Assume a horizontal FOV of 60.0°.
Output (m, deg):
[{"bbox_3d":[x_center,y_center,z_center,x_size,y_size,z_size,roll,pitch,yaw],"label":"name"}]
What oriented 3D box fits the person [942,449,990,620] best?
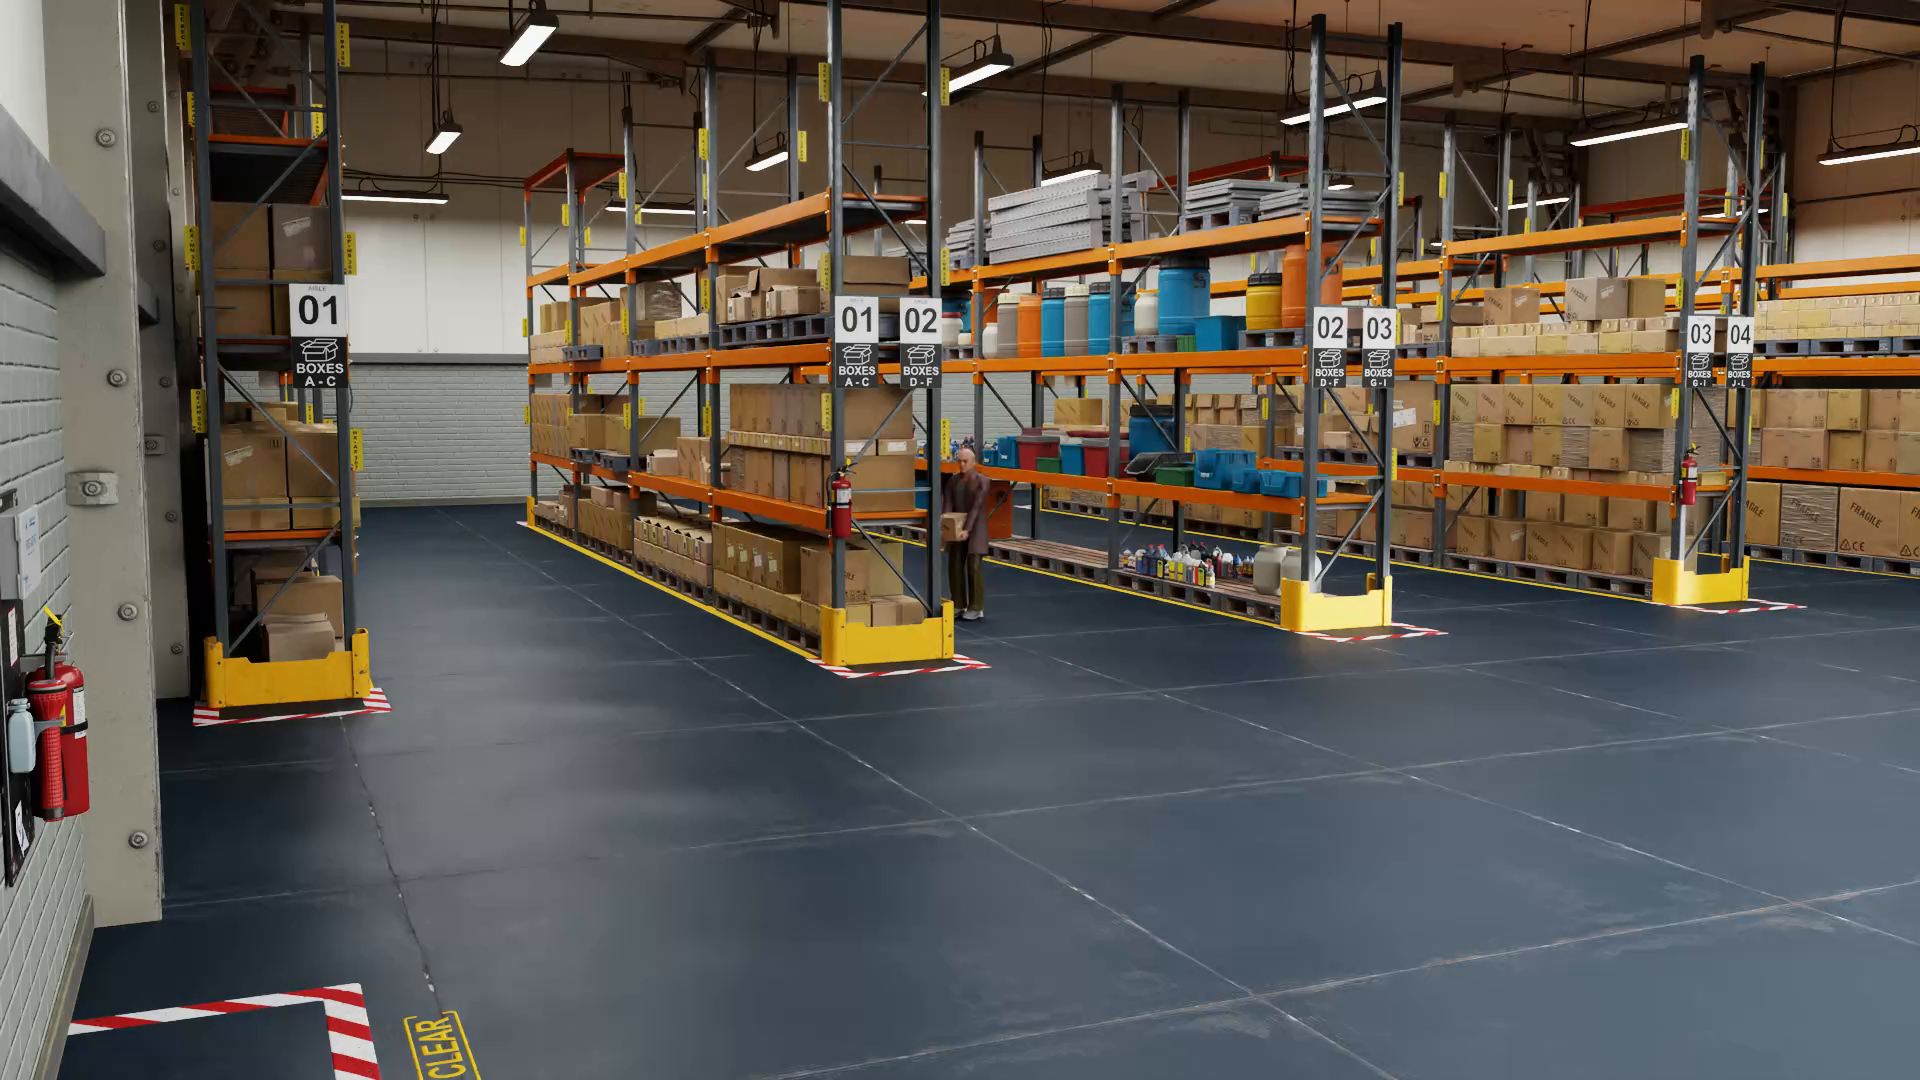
[{"bbox_3d":[0.032,-0.057,17.359,0.524,1.776,0.580,3,6,33],"label":"person"}]
